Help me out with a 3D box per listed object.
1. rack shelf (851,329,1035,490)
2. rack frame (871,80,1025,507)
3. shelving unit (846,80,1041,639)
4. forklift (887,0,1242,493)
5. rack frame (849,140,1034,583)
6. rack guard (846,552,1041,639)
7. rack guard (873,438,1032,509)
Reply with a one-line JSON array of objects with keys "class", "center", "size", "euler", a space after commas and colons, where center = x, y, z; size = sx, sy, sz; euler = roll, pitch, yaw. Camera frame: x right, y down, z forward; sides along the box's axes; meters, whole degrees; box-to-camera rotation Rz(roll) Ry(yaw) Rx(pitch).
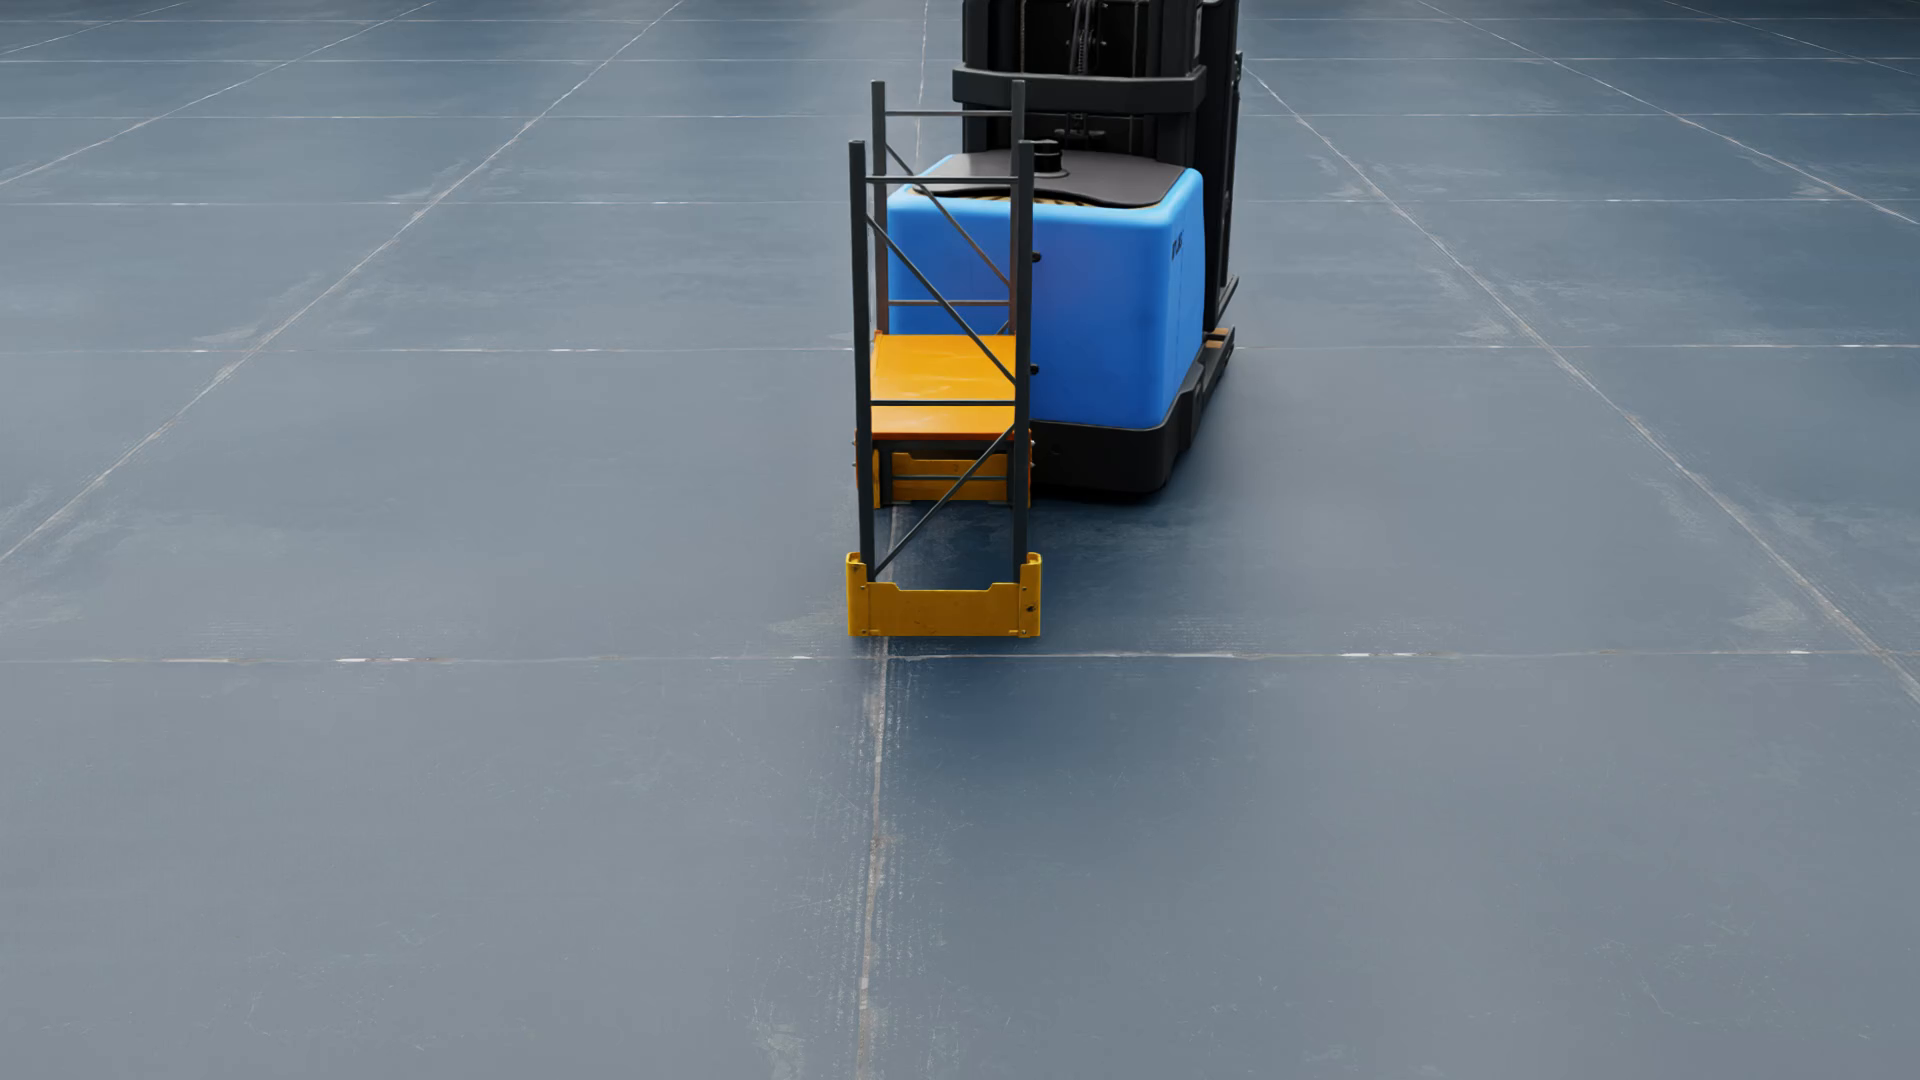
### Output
[{"class": "rack shelf", "center": [-0.044, -0.439, 5.336], "size": [0.538, 0.185, 1.000], "euler": [0, 24, 1]}, {"class": "rack frame", "center": [-0.038, -0.812, 5.725], "size": [0.500, 1.500, 0.032], "euler": [0, 24, 1]}, {"class": "shelving unit", "center": [-0.044, -0.606, 5.270], "size": [0.587, 1.500, 1.083], "euler": [0, 24, 1]}, {"class": "forklift", "center": [0.614, -2.086, 6.806], "size": [1.130, 2.935, 3.031], "euler": [7, 25, 14]}, {"class": "rack frame", "center": [-0.050, -0.393, 4.799], "size": [0.500, 1.500, 0.032], "euler": [0, 24, 1]}, {"class": "rack guard", "center": [-0.049, 0.169, 5.074], "size": [0.587, 0.250, 0.087], "euler": [0, 24, 1]}, {"class": "rack guard", "center": [-0.038, -0.242, 5.981], "size": [0.587, 0.250, 0.087], "euler": [0, 24, 1]}]
